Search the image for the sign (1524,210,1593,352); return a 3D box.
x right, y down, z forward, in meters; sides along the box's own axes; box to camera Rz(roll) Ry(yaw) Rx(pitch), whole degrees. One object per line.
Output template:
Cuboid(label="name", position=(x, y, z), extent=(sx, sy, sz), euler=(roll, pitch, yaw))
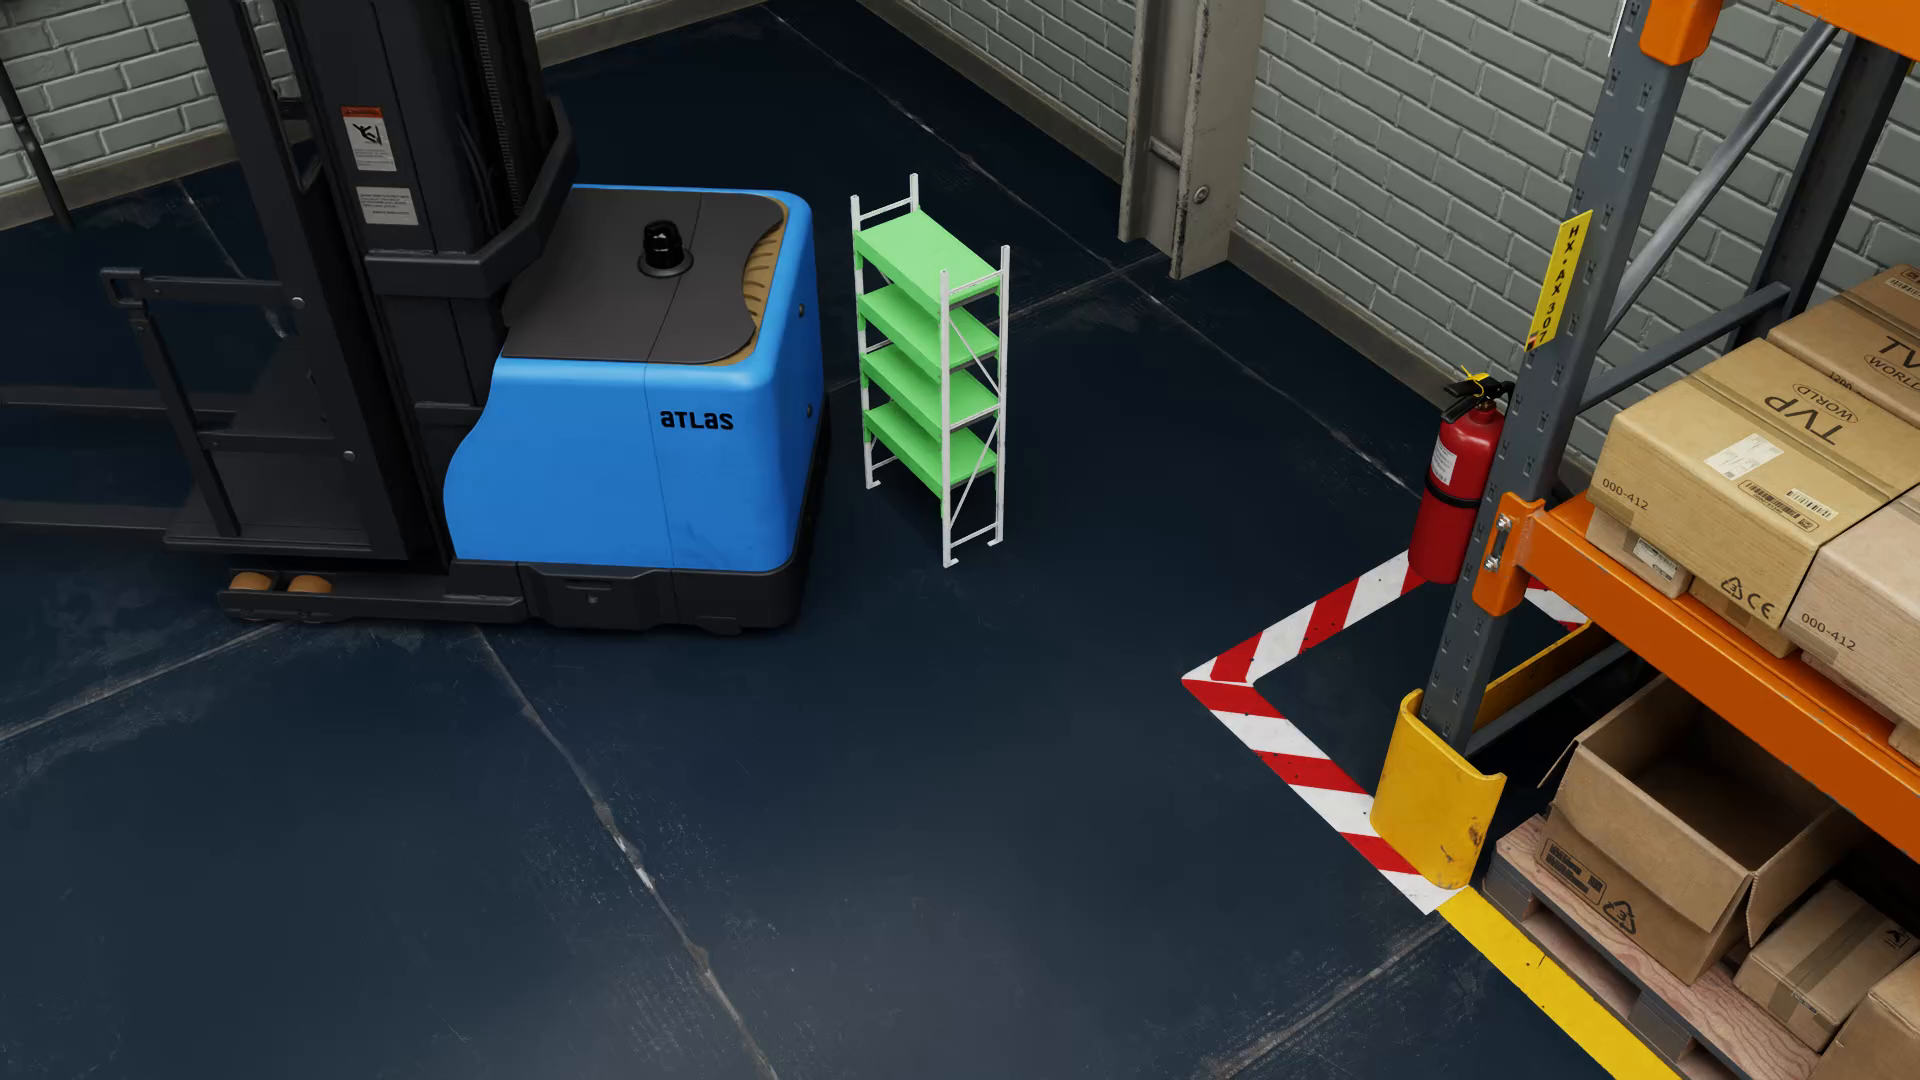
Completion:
Cuboid(label="sign", position=(1.268, -0.545, 3.522), extent=(0.100, 0.325, 0.005), euler=(-26, 49, -24))

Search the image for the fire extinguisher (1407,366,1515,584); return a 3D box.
Cuboid(label="fire extinguisher", position=(1.249, -0.184, 4.097), extent=(0.296, 0.674, 0.183), euler=(-26, 49, -24))

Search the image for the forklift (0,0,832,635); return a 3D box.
Cuboid(label="forklift", position=(-2.004, -1.148, 4.830), extent=(3.031, 2.935, 1.130), euler=(3, 44, 3))

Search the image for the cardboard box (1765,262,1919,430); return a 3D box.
Cuboid(label="cardboard box", position=(2.193, -0.344, 3.831), extent=(0.500, 0.250, 0.500), euler=(-24, 49, -23))

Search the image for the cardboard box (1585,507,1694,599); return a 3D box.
Cuboid(label="cardboard box", position=(1.676, -0.061, 3.824), extent=(0.380, 0.149, 0.250), euler=(-26, 49, -25))

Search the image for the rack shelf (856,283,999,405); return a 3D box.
Cuboid(label="rack shelf", position=(-0.095, -0.655, 5.312), extent=(0.258, 0.148, 0.480), euler=(-26, 49, -24))

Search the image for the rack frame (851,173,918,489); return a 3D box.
Cuboid(label="rack frame", position=(-0.234, -0.666, 5.579), extent=(0.240, 1.200, 0.015), euler=(-26, 49, -24))

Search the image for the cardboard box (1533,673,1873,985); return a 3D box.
Cuboid(label="cardboard box", position=(1.985, 0.688, 4.360), extent=(0.797, 0.503, 0.637), euler=(-28, 50, -26))

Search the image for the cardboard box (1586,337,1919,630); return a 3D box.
Cuboid(label="cardboard box", position=(1.751, -0.136, 3.614), extent=(0.500, 0.250, 0.500), euler=(-25, 49, -24))

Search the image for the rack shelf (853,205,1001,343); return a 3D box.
Cuboid(label="rack shelf", position=(-0.095, -0.829, 5.147), extent=(0.258, 0.148, 0.480), euler=(-26, 49, -24))

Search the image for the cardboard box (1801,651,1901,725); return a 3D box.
Cuboid(label="cardboard box", position=(2.038, 0.200, 3.550), extent=(0.380, 0.149, 0.250), euler=(-26, 50, -25))

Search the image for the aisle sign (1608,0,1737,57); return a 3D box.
Cuboid(label="aisle sign", position=(1.433, -1.309, 3.067), extent=(0.394, 0.787, 0.004), euler=(-26, 49, -24))

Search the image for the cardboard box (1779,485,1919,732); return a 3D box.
Cuboid(label="cardboard box", position=(2.040, 0.149, 3.315), extent=(0.500, 0.250, 0.500), euler=(-25, 49, -24))

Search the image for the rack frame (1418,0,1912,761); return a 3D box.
Cuboid(label="rack frame", position=(1.712, -0.447, 4.045), extent=(1.000, 3.000, 0.127), euler=(-26, 49, -24))

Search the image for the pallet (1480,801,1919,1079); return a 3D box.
Cuboid(label="pallet", position=(2.213, 1.056, 4.491), extent=(1.003, 0.211, 1.213), euler=(-26, 49, -24))

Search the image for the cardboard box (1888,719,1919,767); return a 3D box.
Cuboid(label="cardboard box", position=(2.132, 0.367, 3.375), extent=(0.380, 0.149, 0.250), euler=(-24, 49, -23))

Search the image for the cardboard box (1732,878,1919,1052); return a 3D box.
Cuboid(label="cardboard box", position=(2.196, 1.073, 4.215), extent=(0.380, 0.149, 0.250), euler=(-28, 50, -26))

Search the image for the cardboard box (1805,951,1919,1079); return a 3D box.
Cuboid(label="cardboard box", position=(2.442, 1.189, 3.838), extent=(0.700, 0.500, 0.500), euler=(-24, 49, -23))

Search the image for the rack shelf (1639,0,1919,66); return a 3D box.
Cuboid(label="rack shelf", position=(2.857, -0.139, 2.072), extent=(1.077, 0.370, 4.000), euler=(-26, 49, -24))

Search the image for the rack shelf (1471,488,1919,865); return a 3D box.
Cuboid(label="rack shelf", position=(2.857, 0.946, 3.107), extent=(1.077, 0.370, 4.000), euler=(-26, 49, -24))

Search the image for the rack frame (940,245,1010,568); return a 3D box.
Cuboid(label="rack frame", position=(0.045, -0.390, 5.289), extent=(0.240, 1.200, 0.015), euler=(-26, 49, -24))

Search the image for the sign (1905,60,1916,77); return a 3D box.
Cuboid(label="sign", position=(2.179, -1.188, 3.754), extent=(0.100, 0.325, 0.005), euler=(-26, 49, -24))

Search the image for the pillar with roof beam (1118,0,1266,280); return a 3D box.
Cuboid(label="pillar with roof beam", position=(-2.622, -2.799, 2.165), extent=(9.100, 9.000, 0.400), euler=(-26, 49, -24))

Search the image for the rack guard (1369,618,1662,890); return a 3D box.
Cuboid(label="rack guard", position=(1.756, 0.501, 4.864), extent=(1.175, 0.500, 0.348), euler=(-26, 49, -24))

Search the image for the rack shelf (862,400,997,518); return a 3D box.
Cuboid(label="rack shelf", position=(-0.095, -0.308, 5.644), extent=(0.258, 0.148, 0.480), euler=(-26, 49, -24))

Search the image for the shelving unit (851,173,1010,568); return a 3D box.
Cuboid(label="shelving unit", position=(-0.095, -0.528, 5.434), extent=(0.258, 1.200, 0.503), euler=(-26, 49, -24))

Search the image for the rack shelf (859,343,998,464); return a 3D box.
Cuboid(label="rack shelf", position=(-0.095, -0.482, 5.478), extent=(0.258, 0.148, 0.480), euler=(-26, 49, -24))

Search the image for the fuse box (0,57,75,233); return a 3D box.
Cuboid(label="fuse box", position=(-3.795, -1.949, 6.552), extent=(0.539, 1.711, 0.414), euler=(-26, 49, -24))

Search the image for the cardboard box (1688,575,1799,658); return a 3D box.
Cuboid(label="cardboard box", position=(1.859, 0.065, 3.692), extent=(0.380, 0.149, 0.250), euler=(-25, 49, -23))
